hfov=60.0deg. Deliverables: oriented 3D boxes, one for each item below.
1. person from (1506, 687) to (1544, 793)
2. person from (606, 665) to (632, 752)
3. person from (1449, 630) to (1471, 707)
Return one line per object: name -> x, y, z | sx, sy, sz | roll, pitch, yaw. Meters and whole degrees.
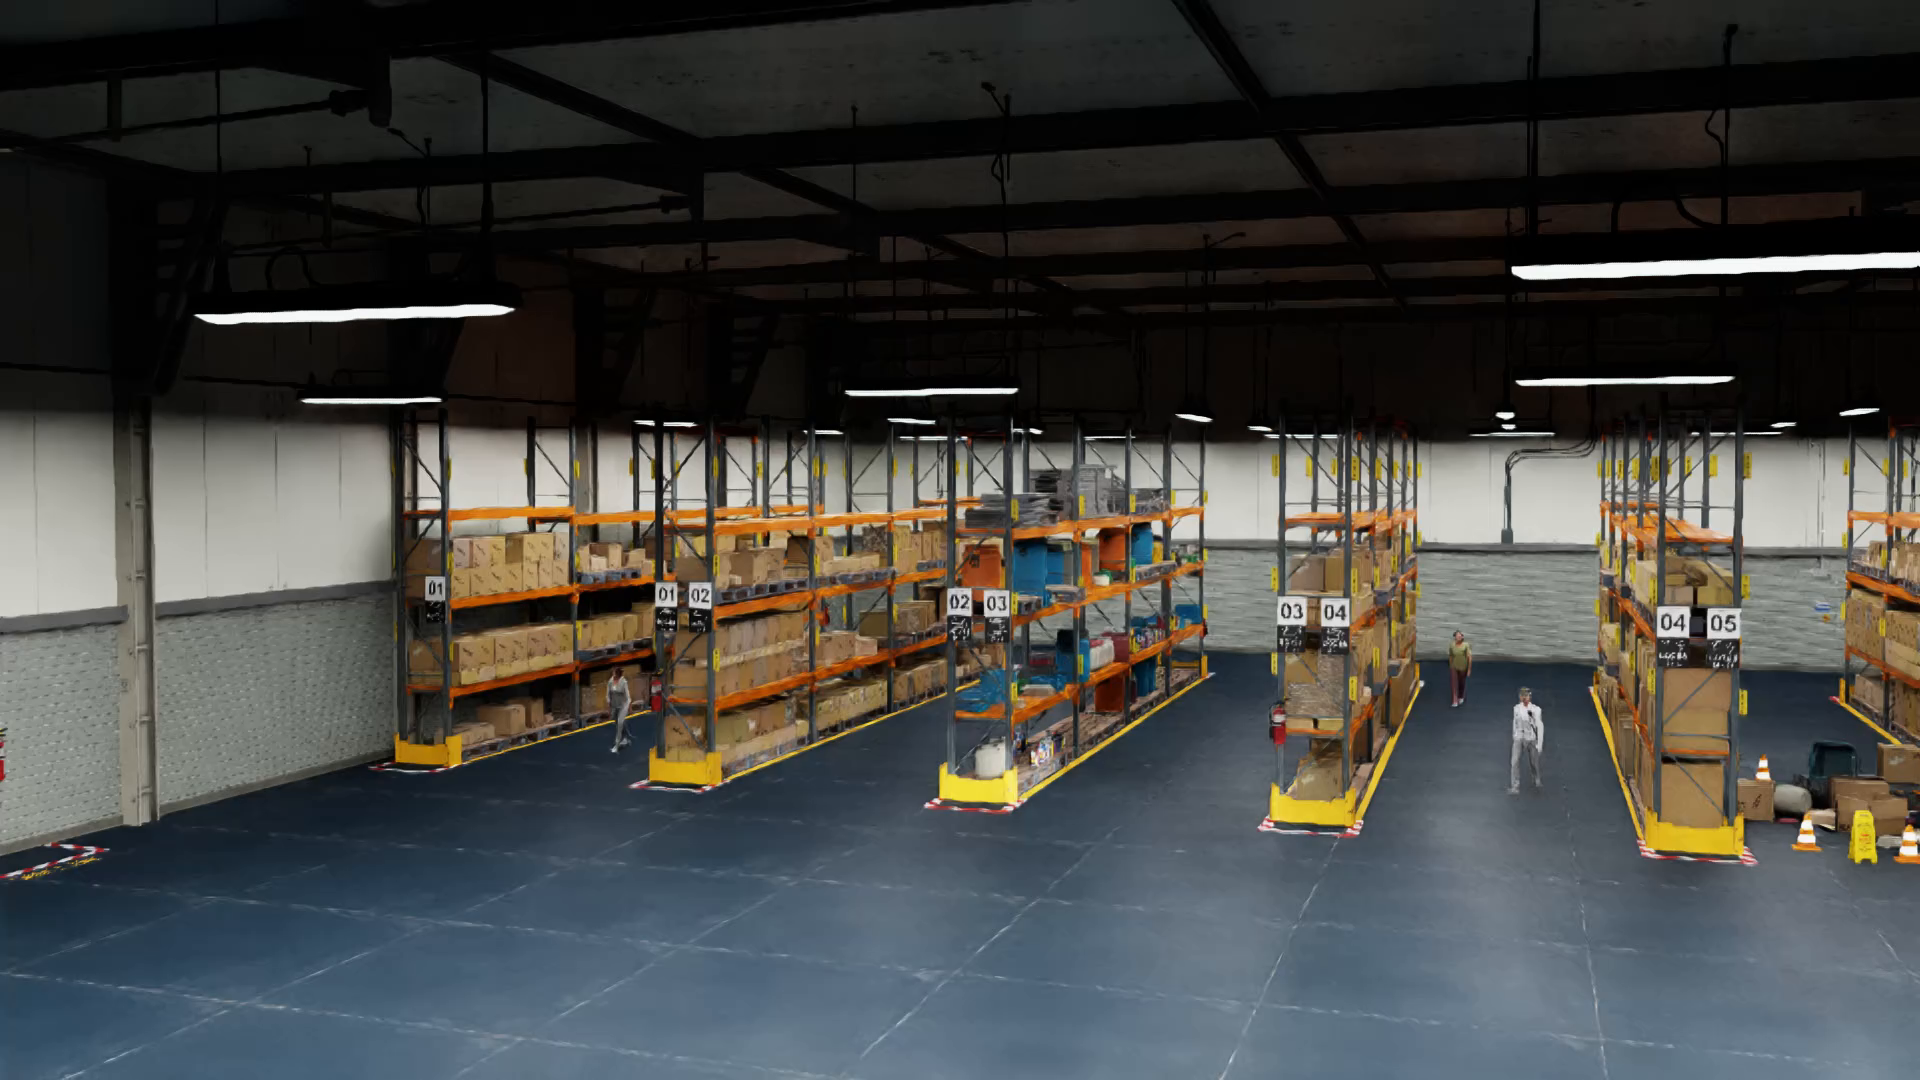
person -> 8.792, 3.071, 25.734 | 0.503, 1.637, 0.908 | 2, 3, 34
person -> -6.069, 2.965, 29.524 | 0.416, 1.522, 1.035 | 1, 3, 16
person -> 10.526, 2.690, 35.012 | 0.458, 1.612, 1.019 | 1, 3, 18
